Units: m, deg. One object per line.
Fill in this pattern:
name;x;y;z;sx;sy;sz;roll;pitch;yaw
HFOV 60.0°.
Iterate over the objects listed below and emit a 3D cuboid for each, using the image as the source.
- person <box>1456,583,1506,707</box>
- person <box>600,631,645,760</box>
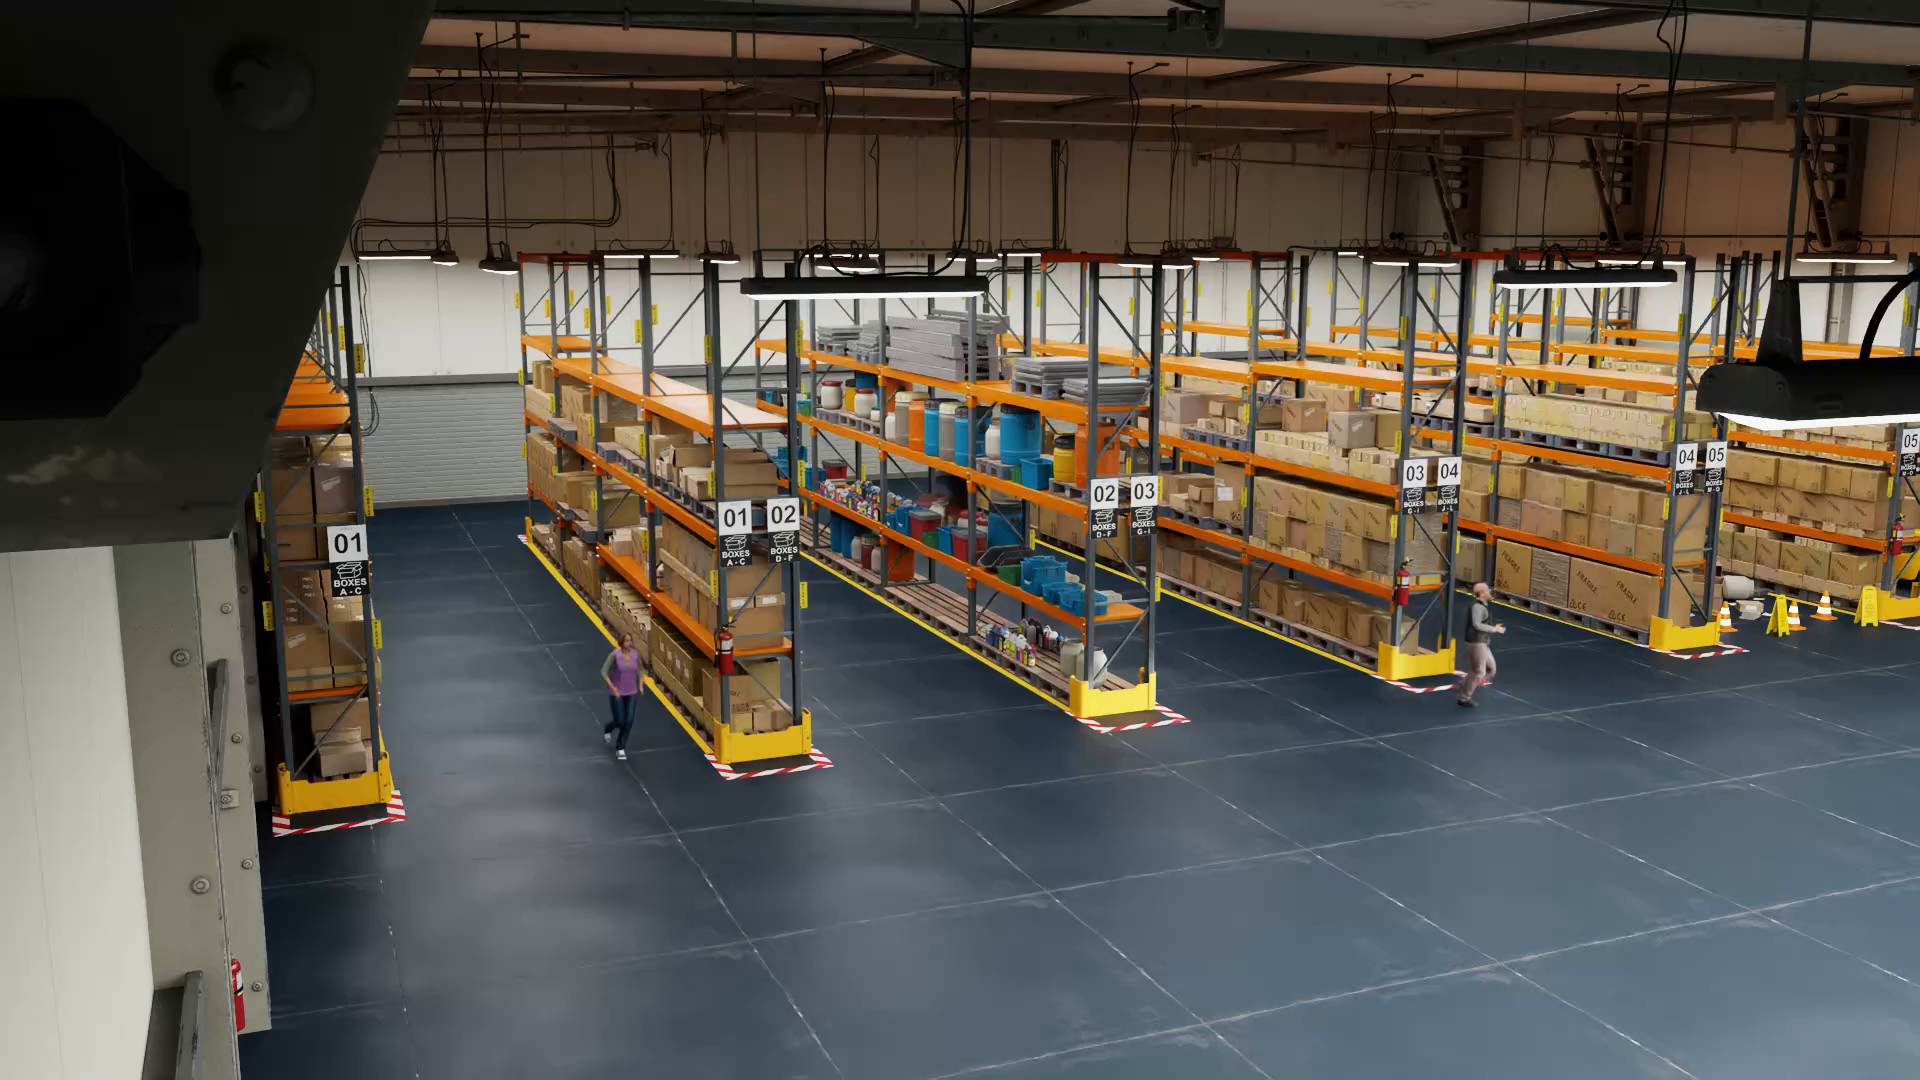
person;7.114;1.411;22.661;0.600;1.671;0.673;3;11;16
person;-4.141;1.878;20.474;0.567;1.551;0.581;-7;12;-33
